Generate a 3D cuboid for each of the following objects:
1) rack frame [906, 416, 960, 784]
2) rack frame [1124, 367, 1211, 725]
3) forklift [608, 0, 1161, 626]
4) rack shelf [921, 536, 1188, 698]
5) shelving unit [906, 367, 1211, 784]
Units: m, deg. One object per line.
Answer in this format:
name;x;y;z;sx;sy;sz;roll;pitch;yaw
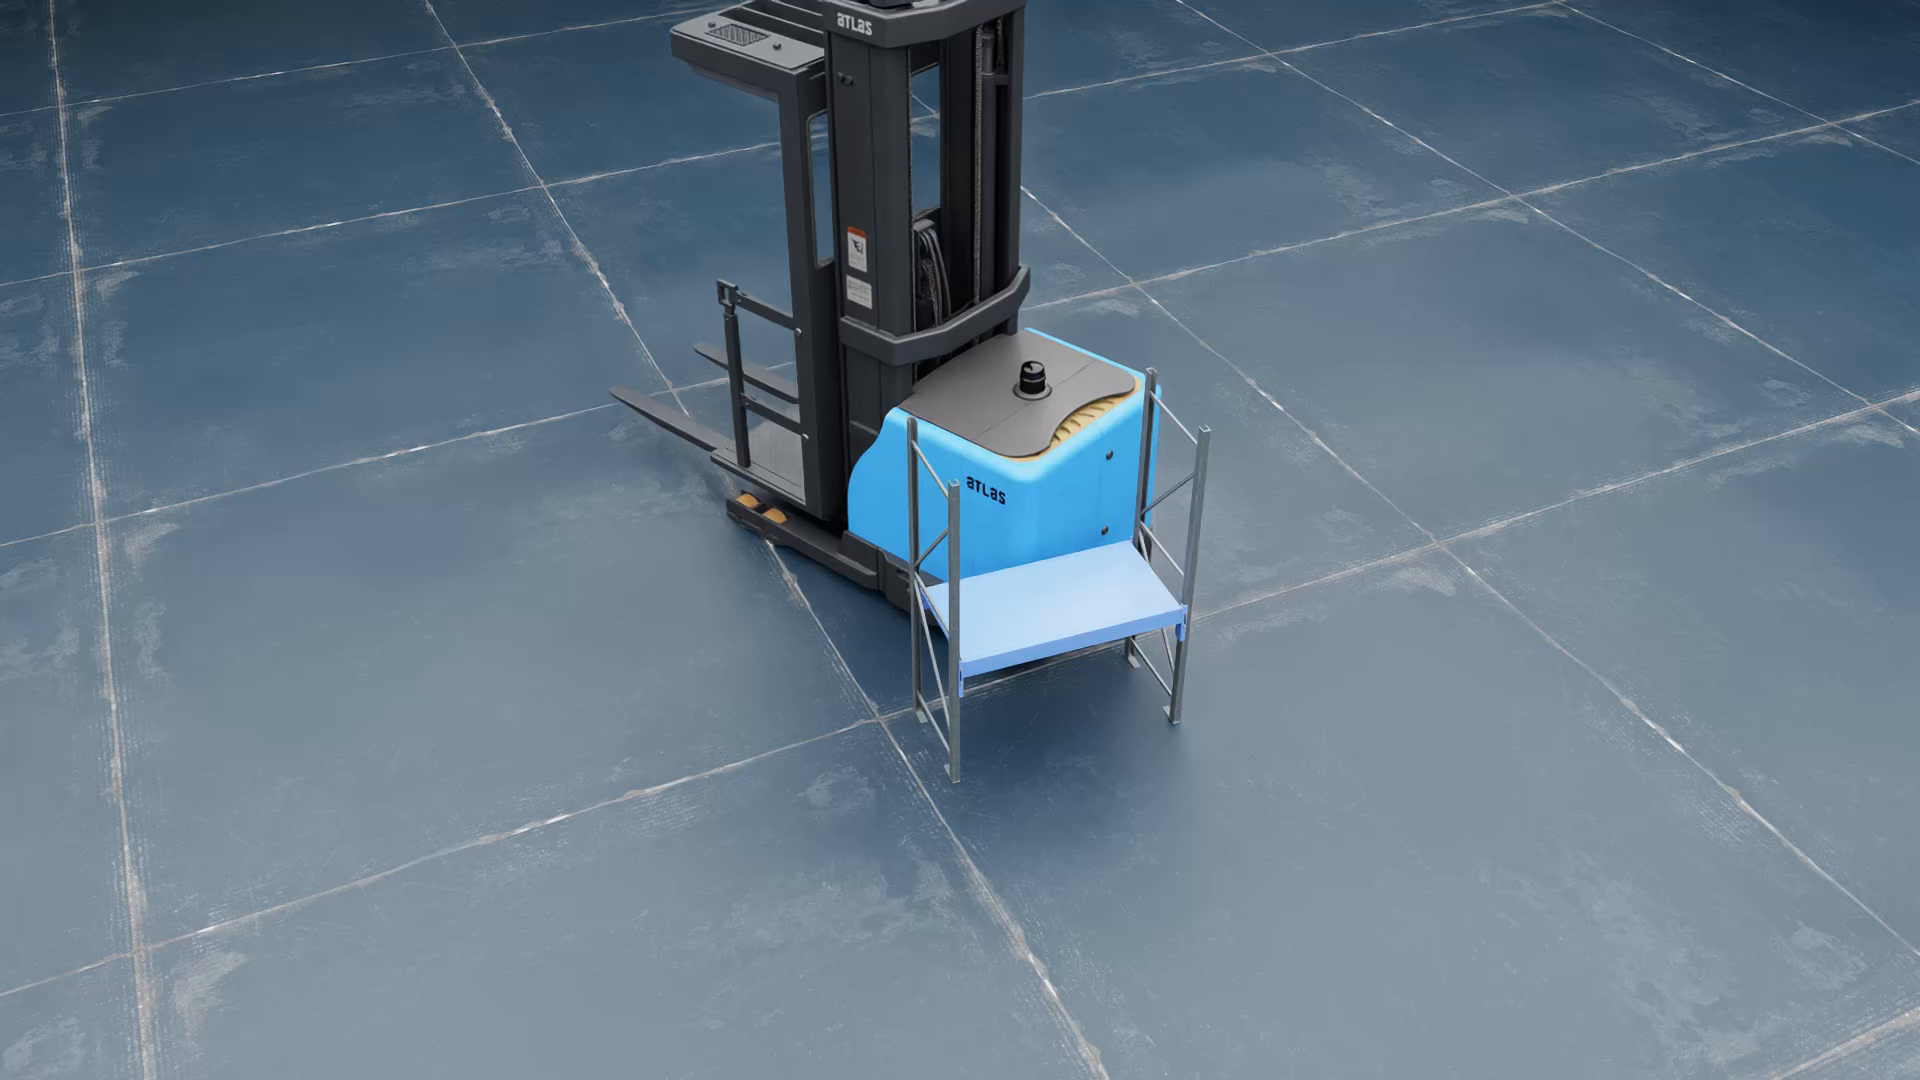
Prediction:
rack frame;-0.103;0.267;6.631;0.032;1.500;0.500;-13;38;-17
rack frame;0.847;0.052;6.921;0.032;1.500;0.500;-13;38;-17
forklift;-0.533;-1.376;7.645;3.031;2.935;1.130;27;44;31
rack shelf;0.372;0.304;6.883;1.000;0.185;0.538;-13;38;-17
shelving unit;0.372;0.160;6.776;1.048;1.500;0.538;-13;38;-17
